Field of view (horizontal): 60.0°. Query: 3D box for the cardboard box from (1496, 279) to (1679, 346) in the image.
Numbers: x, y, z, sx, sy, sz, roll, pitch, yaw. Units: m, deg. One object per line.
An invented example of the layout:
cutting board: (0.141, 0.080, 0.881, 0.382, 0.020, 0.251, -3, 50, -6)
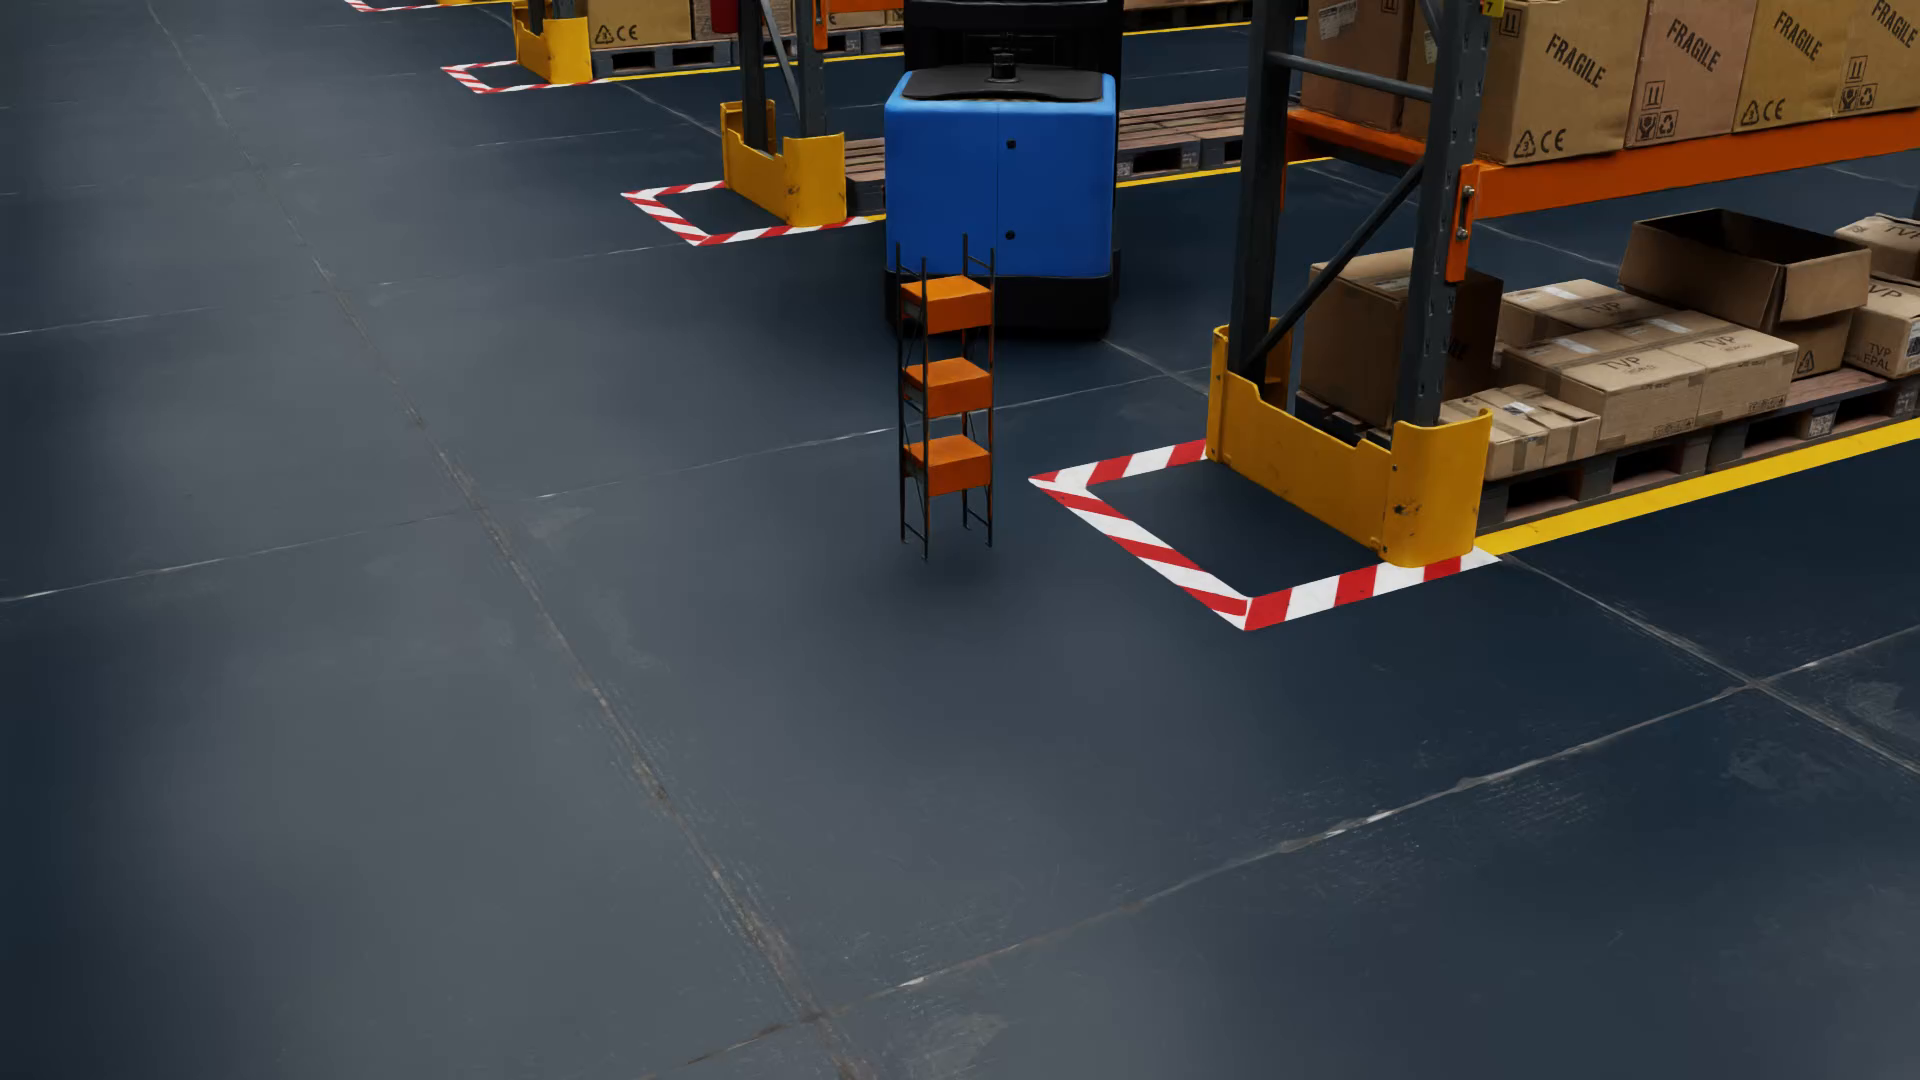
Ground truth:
cardboard box: (2.502, -0.836, 6.694, 0.500, 0.250, 0.500, -13, 29, -25)

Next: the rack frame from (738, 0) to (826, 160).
rack frame: (-1.042, -3.383, 9.330, 0.127, 3.000, 1.000, -13, 29, -25)

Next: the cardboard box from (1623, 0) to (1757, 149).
cardboard box: (2.254, -1.632, 5.569, 0.500, 0.500, 0.500, -13, 29, -26)

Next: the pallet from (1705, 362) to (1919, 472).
pallet: (3.131, -0.658, 6.877, 1.213, 0.211, 1.003, -13, 29, -25)

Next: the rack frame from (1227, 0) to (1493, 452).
rack frame: (1.286, -1.490, 5.389, 0.127, 3.000, 1.000, -13, 29, -25)

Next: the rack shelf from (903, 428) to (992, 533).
rack shelf: (-0.047, -0.202, 5.625, 0.240, 0.259, 0.215, -13, 29, -25)

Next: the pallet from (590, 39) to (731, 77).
pallet: (-2.704, -4.210, 14.275, 1.213, 0.211, 1.003, -13, 29, -25)

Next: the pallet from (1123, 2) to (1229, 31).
pallet: (1.880, -5.268, 16.479, 1.213, 0.211, 1.003, -13, 29, -25)

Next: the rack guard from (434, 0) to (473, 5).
rack guard: (-5.550, -6.078, 17.832, 0.348, 0.500, 1.175, -13, 29, -25)

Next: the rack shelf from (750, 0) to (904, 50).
rack shelf: (0.723, -3.466, 10.334, 4.000, 0.370, 1.077, -13, 29, -25)

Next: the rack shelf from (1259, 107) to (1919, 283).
rack shelf: (3.051, -1.573, 6.393, 4.000, 0.370, 1.077, -13, 29, -25)

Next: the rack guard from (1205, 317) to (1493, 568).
rack guard: (1.353, -0.379, 5.962, 0.348, 0.500, 1.175, -13, 29, -25)

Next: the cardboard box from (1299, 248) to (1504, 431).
cardboard box: (1.650, -0.767, 6.261, 0.500, 0.500, 0.500, -13, 29, -25)

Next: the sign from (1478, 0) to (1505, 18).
sign: (1.541, -1.674, 4.770, 0.005, 0.325, 0.100, -13, 29, -25)

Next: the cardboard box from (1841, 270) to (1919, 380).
cardboard box: (3.784, -0.914, 6.787, 0.500, 0.311, 0.500, -13, 29, -25)

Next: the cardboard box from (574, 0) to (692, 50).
cardboard box: (-2.845, -4.667, 13.974, 0.875, 0.875, 0.875, -13, 29, -25)

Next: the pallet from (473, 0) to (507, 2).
pallet: (-4.817, -6.100, 18.211, 1.213, 0.211, 1.003, -13, 29, -25)

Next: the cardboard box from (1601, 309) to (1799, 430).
cardboard box: (2.781, -0.655, 6.318, 0.500, 0.250, 0.500, -13, 29, -25)

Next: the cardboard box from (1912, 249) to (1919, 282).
cardboard box: (4.446, -1.152, 7.064, 0.500, 0.500, 0.500, -13, 29, -25)

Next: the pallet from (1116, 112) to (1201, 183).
pallet: (0.779, -2.526, 10.767, 1.213, 0.211, 1.003, -13, 29, -25)

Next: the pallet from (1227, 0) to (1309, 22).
pallet: (2.955, -5.515, 16.993, 1.213, 0.211, 1.003, -13, 29, -25)

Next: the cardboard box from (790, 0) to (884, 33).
cardboard box: (-1.257, -5.034, 14.738, 0.875, 0.875, 0.875, -13, 29, -25)

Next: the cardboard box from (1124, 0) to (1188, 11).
cardboard box: (1.500, -5.641, 16.003, 0.875, 0.875, 1.225, -14, 29, -27)

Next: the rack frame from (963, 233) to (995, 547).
rack frame: (0.060, -0.487, 5.552, 0.008, 1.050, 0.200, -13, 29, -25)

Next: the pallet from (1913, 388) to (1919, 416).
pallet: (4.209, -0.908, 7.399, 1.213, 0.211, 1.003, -13, 29, -25)

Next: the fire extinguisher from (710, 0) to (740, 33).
fire extinguisher: (-1.389, -3.323, 9.725, 0.183, 0.674, 0.296, -13, 29, -25)

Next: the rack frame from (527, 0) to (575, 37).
rack frame: (-3.372, -5.275, 13.270, 0.127, 3.000, 1.000, -13, 29, -25)

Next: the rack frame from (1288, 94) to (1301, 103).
rack frame: (2.488, -4.198, 11.027, 0.127, 3.000, 1.000, -13, 29, -25)

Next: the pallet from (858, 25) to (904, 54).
pallet: (-0.551, -4.707, 15.310, 1.213, 0.211, 1.003, -13, 29, -25)

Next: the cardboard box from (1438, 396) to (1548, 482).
cardboard box: (1.817, -0.358, 5.815, 0.250, 0.149, 0.380, -13, 29, -25)

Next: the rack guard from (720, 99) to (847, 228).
rack guard: (-1.057, -2.246, 9.851, 0.348, 0.500, 1.175, -13, 29, -25)

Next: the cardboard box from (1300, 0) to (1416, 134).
cardboard box: (1.553, -1.731, 5.774, 0.500, 0.500, 0.500, -12, 28, -24)

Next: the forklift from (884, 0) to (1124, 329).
forklift: (0.284, -2.888, 8.378, 1.130, 2.935, 3.031, 2, 26, 4)

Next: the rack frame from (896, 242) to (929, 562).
rack frame: (-0.155, -0.438, 5.448, 0.008, 1.050, 0.200, -13, 29, -25)

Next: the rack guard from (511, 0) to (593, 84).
rack guard: (-3.394, -4.143, 13.801, 0.348, 0.500, 1.175, -13, 29, -25)

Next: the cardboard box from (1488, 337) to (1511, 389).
cardboard box: (2.049, -0.664, 6.434, 0.250, 0.166, 0.380, -13, 29, -25)

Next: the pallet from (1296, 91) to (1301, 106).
pallet: (3.188, -3.082, 11.925, 1.213, 0.211, 1.003, -13, 29, -25)

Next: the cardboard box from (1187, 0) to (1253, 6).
cardboard box: (2.278, -5.824, 16.385, 0.875, 0.875, 1.225, -13, 29, -25)

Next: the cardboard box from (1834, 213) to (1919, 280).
cardboard box: (4.343, -1.288, 7.566, 0.500, 0.311, 0.500, -13, 29, -25)

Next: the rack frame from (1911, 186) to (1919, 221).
rack frame: (4.815, -2.305, 7.085, 0.127, 3.000, 1.000, -13, 29, -25)

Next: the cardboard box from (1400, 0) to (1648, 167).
cardboard box: (1.801, -1.525, 5.346, 0.500, 0.500, 0.500, -12, 28, -24)

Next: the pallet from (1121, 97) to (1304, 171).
pallet: (1.857, -2.776, 11.288, 1.213, 0.211, 1.003, -13, 29, -25)

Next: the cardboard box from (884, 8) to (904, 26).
cardboard box: (-0.463, -5.217, 15.120, 0.875, 0.875, 0.875, -13, 29, -25)

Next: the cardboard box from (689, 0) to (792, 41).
cardboard box: (-2.042, -4.852, 14.360, 0.875, 0.875, 0.875, -13, 29, -25)

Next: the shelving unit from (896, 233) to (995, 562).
shelving unit: (-0.047, -0.462, 5.500, 0.252, 1.050, 0.215, -13, 29, -25)

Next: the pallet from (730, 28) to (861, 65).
pallet: (-1.629, -4.457, 14.789, 1.213, 0.211, 1.003, -13, 29, -25)

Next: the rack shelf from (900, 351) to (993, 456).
rack shelf: (-0.047, -0.453, 5.505, 0.240, 0.259, 0.215, -13, 29, -25)

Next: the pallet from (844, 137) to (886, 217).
pallet: (-0.296, -2.279, 10.253, 1.213, 0.211, 1.003, -13, 29, -25)

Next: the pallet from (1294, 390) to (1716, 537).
pallet: (2.056, -0.411, 6.363, 1.213, 0.211, 1.003, -13, 29, -25)

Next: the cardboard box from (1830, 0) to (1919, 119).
cardboard box: (3.140, -1.835, 5.990, 0.500, 0.500, 0.500, -13, 28, -24)

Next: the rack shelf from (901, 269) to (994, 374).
rack shelf: (-0.047, -0.709, 5.382, 0.240, 0.259, 0.215, -13, 29, -25)

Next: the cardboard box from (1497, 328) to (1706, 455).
cardboard box: (2.340, -0.553, 6.106, 0.500, 0.250, 0.500, -13, 29, -25)

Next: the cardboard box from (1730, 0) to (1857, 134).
cardboard box: (2.698, -1.733, 5.779, 0.500, 0.500, 0.500, -13, 29, -25)

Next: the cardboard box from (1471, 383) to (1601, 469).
cardboard box: (2.038, -0.416, 5.917, 0.250, 0.166, 0.380, -13, 29, -25)

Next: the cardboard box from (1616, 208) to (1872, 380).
cardboard box: (3.160, -0.993, 6.730, 0.637, 0.503, 0.797, -13, 29, -25)
